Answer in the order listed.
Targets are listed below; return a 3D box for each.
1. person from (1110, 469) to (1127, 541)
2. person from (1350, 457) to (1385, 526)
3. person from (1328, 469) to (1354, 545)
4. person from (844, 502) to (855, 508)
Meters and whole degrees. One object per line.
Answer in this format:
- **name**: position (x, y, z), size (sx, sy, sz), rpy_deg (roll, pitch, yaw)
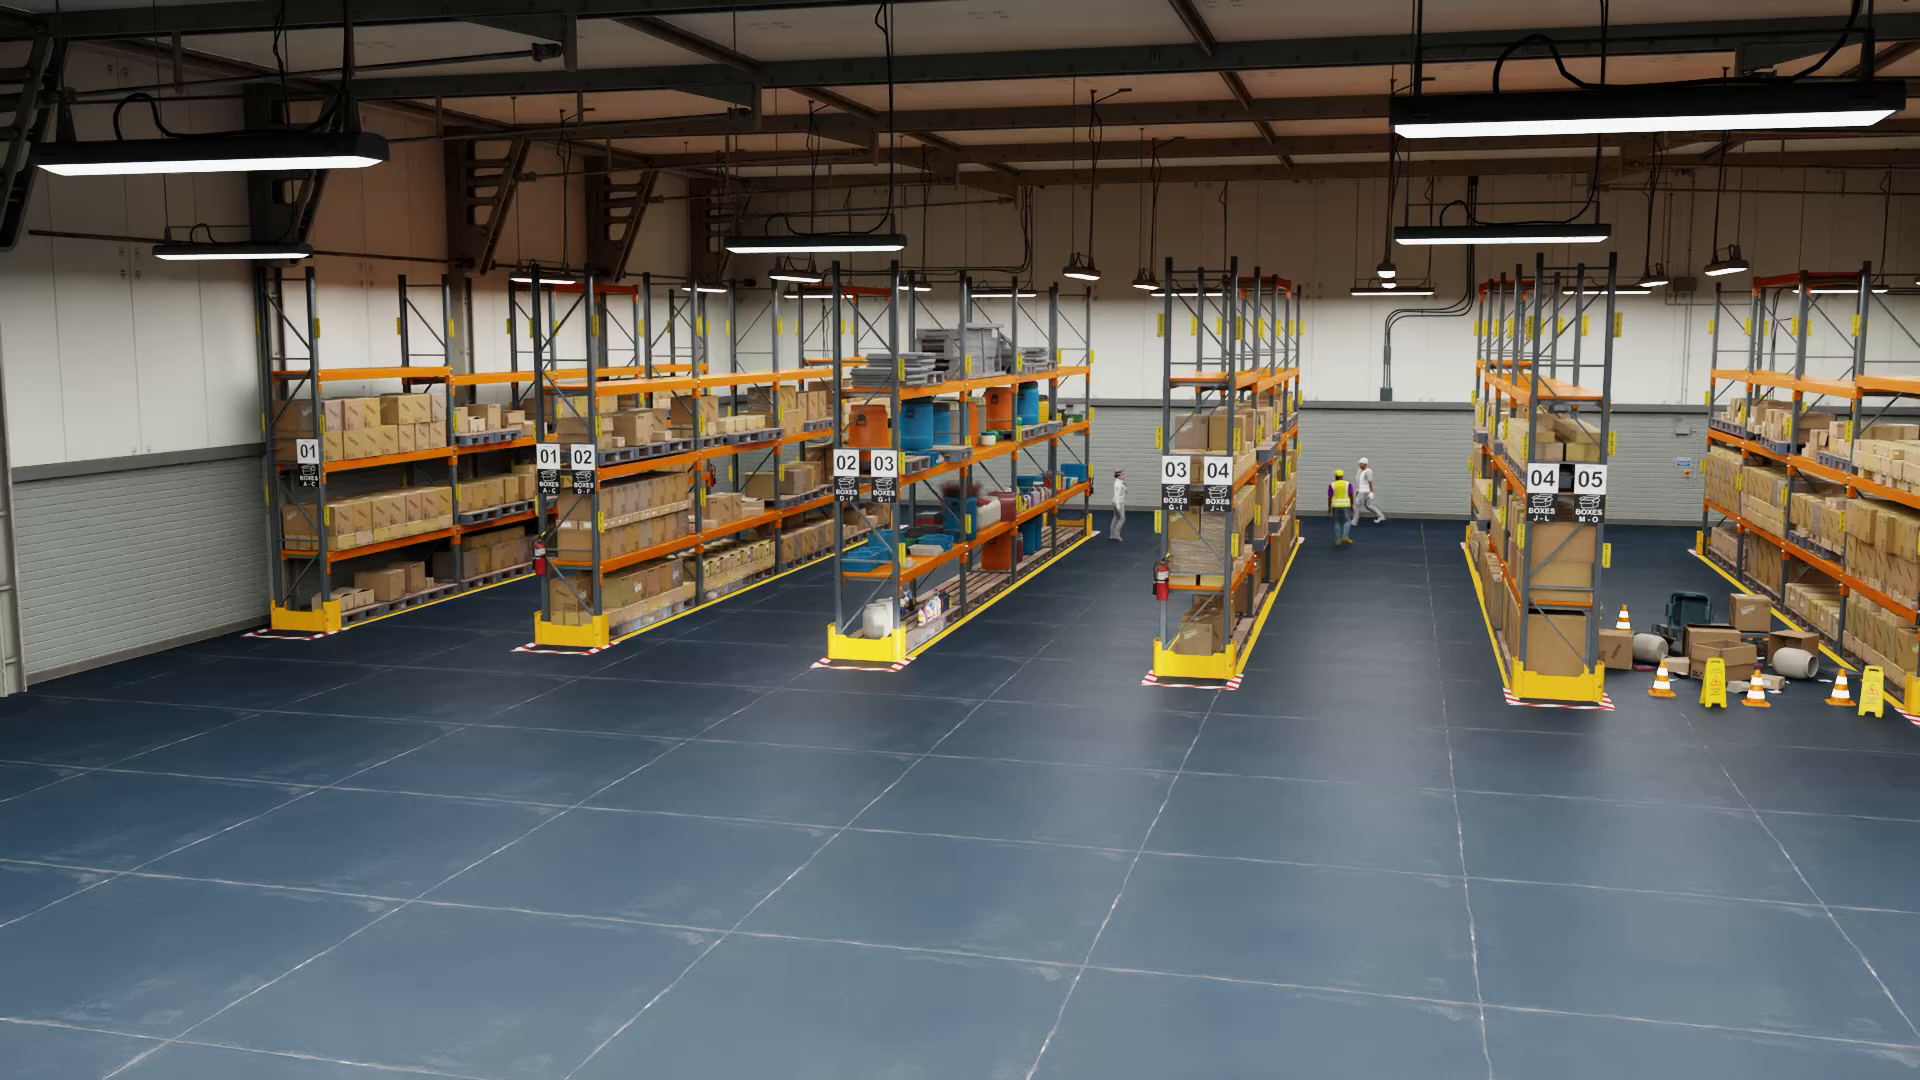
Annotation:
- **person**: position (3.776, -0.835, 39.595), size (0.392, 1.712, 0.550), rpy_deg (1, 7, 5)
- **person**: position (10.326, -1.231, 42.299), size (1.017, 1.749, 0.519), rpy_deg (1, 7, 10)
- **person**: position (8.825, -0.750, 38.532), size (0.602, 1.756, 0.514), rpy_deg (1, 7, 9)
- **person**: position (-2.908, -1.301, 43.001), size (0.600, 1.720, 0.586), rpy_deg (-1, 7, -8)
